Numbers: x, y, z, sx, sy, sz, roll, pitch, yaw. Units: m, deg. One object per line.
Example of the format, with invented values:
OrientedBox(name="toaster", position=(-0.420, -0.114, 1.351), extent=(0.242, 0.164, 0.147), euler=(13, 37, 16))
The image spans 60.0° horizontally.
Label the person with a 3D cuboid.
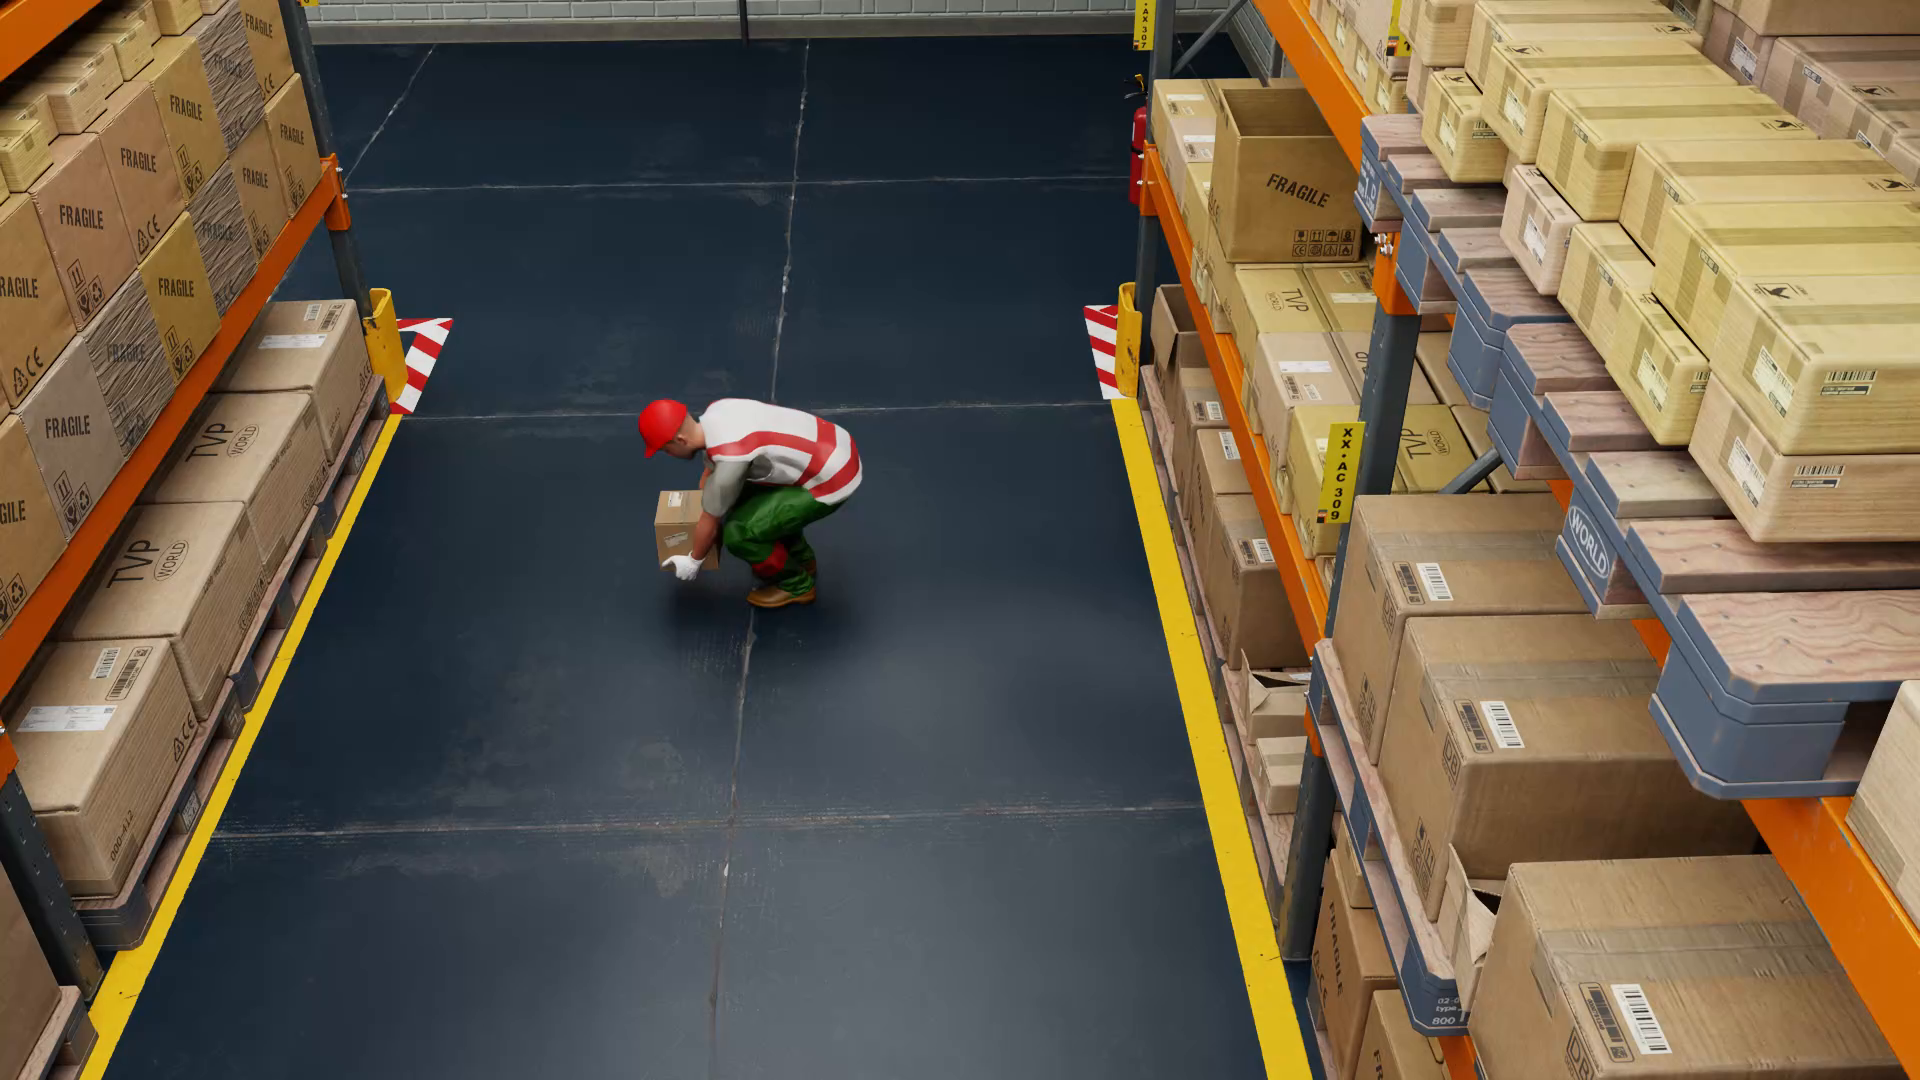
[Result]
OrientedBox(name="person", position=(-0.866, -0.191, 7.092), extent=(0.907, 0.999, 0.531), euler=(-3, 35, -4))
